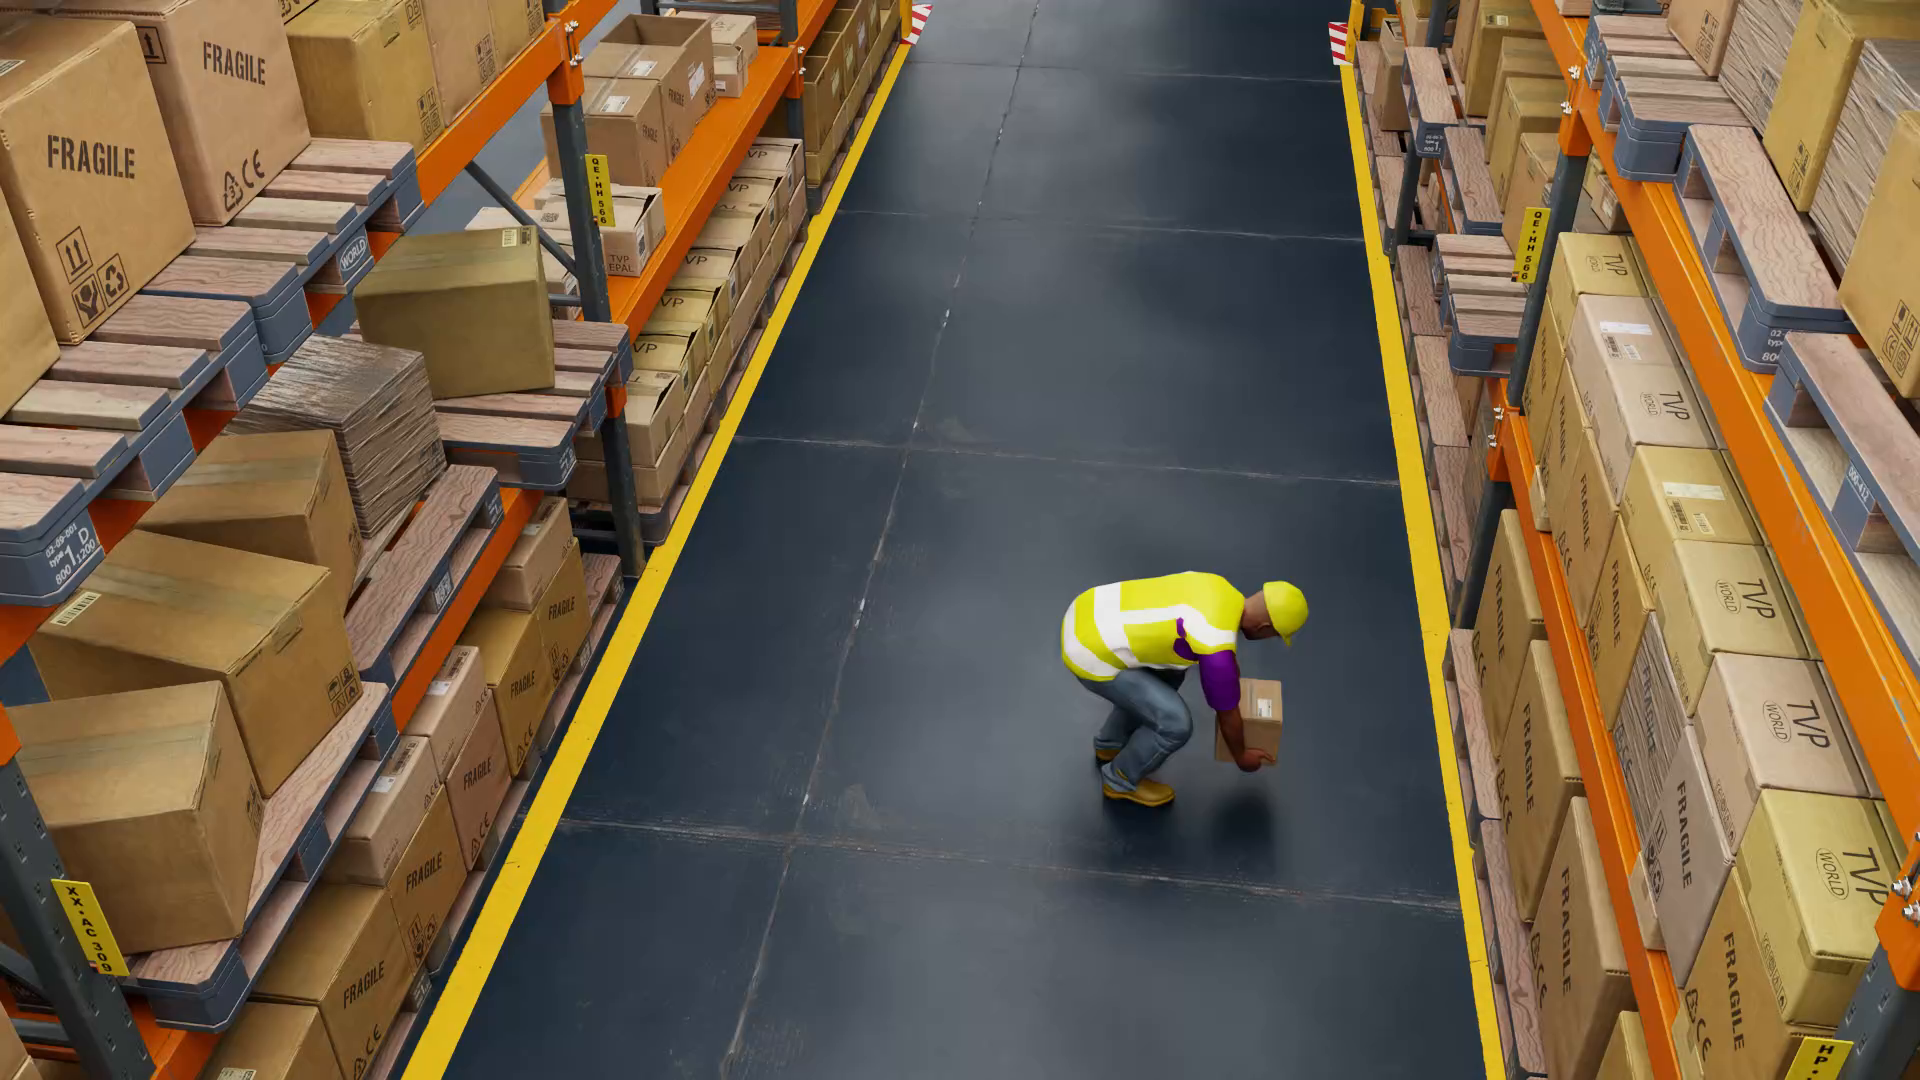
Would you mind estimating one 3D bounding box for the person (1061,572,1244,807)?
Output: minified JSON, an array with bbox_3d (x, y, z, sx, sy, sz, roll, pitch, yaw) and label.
[{"bbox_3d":[-7.265,-3.597,10.766,17.629,3.195,10.447,3,36,4],"label":"person"}]
